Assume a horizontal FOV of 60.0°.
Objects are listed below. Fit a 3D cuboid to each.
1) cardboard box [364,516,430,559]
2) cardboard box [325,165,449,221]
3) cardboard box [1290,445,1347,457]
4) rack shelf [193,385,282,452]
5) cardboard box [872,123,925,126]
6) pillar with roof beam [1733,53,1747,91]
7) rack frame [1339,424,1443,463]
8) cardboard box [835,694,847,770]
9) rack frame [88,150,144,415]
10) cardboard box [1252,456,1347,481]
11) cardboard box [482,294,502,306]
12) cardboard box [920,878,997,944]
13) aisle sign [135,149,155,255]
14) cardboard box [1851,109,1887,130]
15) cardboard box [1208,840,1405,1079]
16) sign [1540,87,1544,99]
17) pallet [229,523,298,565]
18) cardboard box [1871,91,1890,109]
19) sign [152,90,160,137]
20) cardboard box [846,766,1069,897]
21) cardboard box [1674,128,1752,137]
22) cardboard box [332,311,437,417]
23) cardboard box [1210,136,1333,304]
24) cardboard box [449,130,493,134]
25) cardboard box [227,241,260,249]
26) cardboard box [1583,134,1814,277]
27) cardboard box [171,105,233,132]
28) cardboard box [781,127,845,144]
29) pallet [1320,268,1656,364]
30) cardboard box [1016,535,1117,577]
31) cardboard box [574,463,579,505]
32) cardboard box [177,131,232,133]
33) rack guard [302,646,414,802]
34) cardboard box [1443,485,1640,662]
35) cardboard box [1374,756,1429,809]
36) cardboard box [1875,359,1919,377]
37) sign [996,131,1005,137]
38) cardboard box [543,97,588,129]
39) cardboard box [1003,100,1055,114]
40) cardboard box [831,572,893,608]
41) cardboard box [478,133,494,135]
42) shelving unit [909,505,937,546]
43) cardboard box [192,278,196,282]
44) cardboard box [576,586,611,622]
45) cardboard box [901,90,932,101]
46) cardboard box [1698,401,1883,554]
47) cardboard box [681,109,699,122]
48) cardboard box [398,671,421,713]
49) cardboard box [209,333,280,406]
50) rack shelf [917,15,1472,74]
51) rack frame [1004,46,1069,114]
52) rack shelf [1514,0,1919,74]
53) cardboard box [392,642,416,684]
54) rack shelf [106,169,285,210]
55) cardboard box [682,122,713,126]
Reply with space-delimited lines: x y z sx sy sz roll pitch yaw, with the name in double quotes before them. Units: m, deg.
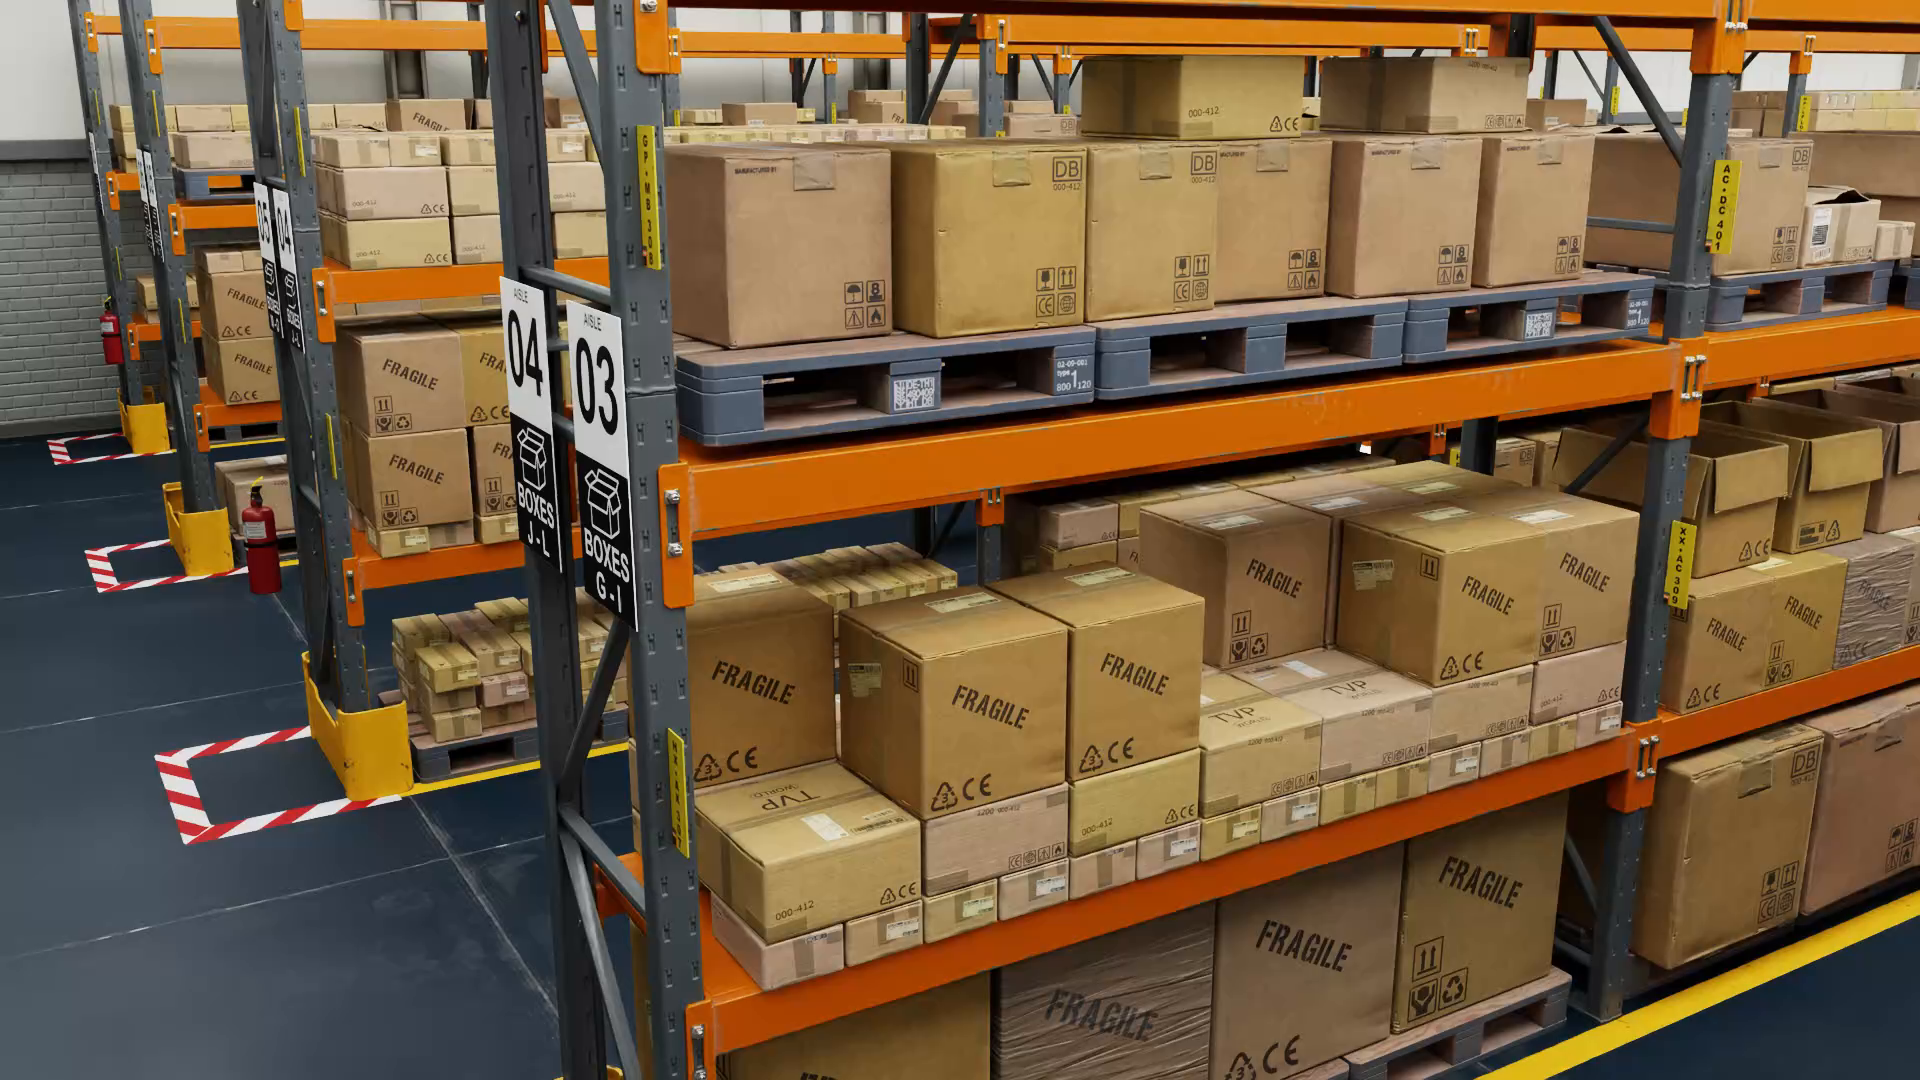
"cardboard box" -3.026 -0.032 8.934 0.250 0.149 0.380 -9 18 -30
"cardboard box" -2.954 -1.799 8.566 0.500 0.250 0.500 -9 18 -29
"cardboard box" 2.669 -0.616 13.014 0.500 0.250 0.500 -10 19 -32
"rack shelf" -4.394 -1.247 14.134 4.000 0.370 1.077 -9 18 -30
"cardboard box" -0.418 -2.561 10.543 0.250 0.149 0.380 -10 18 -31
"pillar with roof beam" 16.489 -8.360 27.061 0.400 9.000 9.100 -9 18 -30
"rack frame" 3.385 -1.296 12.977 0.127 3.000 1.000 -9 18 -30
"cardboard box" -0.291 0.707 5.556 0.500 0.250 0.500 -10 18 -31
"rack frame" -8.668 -2.463 17.140 0.127 3.000 1.000 -9 18 -30
"cardboard box" 2.506 -0.427 12.341 0.500 0.250 0.500 -9 18 -29
"cardboard box" -3.813 -2.130 13.913 0.500 0.500 0.500 -9 18 -29
"cardboard box" -0.092 1.054 5.059 0.250 0.149 0.380 -10 18 -31
"aisle sign" -6.330 -2.629 12.914 0.004 0.787 0.394 -9 18 -30
"cardboard box" 7.808 -3.692 14.728 0.500 0.250 0.500 -9 18 -30
"cardboard box" 1.045 1.441 6.372 0.875 0.875 0.875 -9 18 -30
"sign" 7.327 -5.530 20.904 0.005 0.325 0.100 -9 18 -30
"pallet" -5.464 -0.102 13.883 1.213 0.211 1.003 -9 18 -30
"cardboard box" 7.953 -3.888 14.690 0.250 0.149 0.380 -10 18 -31
"sign" -5.828 -3.090 12.051 0.005 0.325 0.100 -9 18 -30
"cardboard box" -0.012 0.828 5.124 0.500 0.250 0.500 -9 18 -30
"cardboard box" 6.290 -3.340 14.023 0.500 0.250 0.500 -9 18 -29
"cardboard box" -3.209 -0.978 9.253 0.500 0.500 0.500 -10 18 -31
"cardboard box" 0.799 -1.085 5.518 0.500 0.500 0.700 -8 18 -27
"cardboard box" -2.687 -2.212 9.301 0.250 0.149 0.380 -9 18 -29
"cardboard box" -5.699 -2.294 13.298 0.250 0.149 0.380 -9 18 -29
"cardboard box" 2.916 -1.356 6.670 0.500 0.500 0.700 -9 18 -28
"cardboard box" -7.713 -4.289 16.897 0.500 0.250 0.500 -9 18 -30
"cardboard box" -0.867 -2.346 9.778 0.250 0.149 0.380 -8 18 -28
"pallet" 1.717 -0.869 6.059 1.213 0.211 1.003 -9 18 -30
"cardboard box" 0.726 0.220 11.421 0.500 0.500 0.500 -8 18 -28
"cardboard box" -2.074 -0.520 9.470 0.500 0.500 0.500 -9 18 -29
"cardboard box" -7.722 -4.053 16.979 0.500 0.250 0.500 -9 18 -29
"rack guard" -3.408 1.009 9.385 0.348 0.500 1.175 -9 18 -30
"cardboard box" 2.167 0.115 6.279 0.500 0.500 0.500 -9 18 -28
"cardboard box" 1.449 0.804 5.951 0.250 0.149 0.380 -9 18 -29
"cardboard box" 8.942 -1.355 16.345 0.875 0.875 0.875 -10 18 -31
"sign" 0.242 -2.309 10.074 0.005 0.325 0.100 -9 18 -30
"cardboard box" -3.292 -3.581 14.422 0.500 0.500 0.500 -9 18 -29
"cardboard box" 0.503 -4.036 16.225 0.637 0.503 0.797 -11 19 -33
"cardboard box" -0.623 0.334 10.561 0.250 0.149 0.380 -9 18 -30
"cardboard box" -2.371 -2.067 8.782 0.250 0.149 0.380 -9 18 -29
"shelving unit" 0.006 -0.723 13.711 0.755 1.500 0.431 -9 18 -30
"cardboard box" -7.709 -2.605 17.373 0.500 0.250 0.500 -9 18 -29
"cardboard box" -2.292 0.409 10.295 0.250 0.149 0.380 -8 18 -28
"cardboard box" -0.683 -5.456 21.110 0.500 0.500 0.700 -10 18 -31
"cardboard box" 3.561 -0.293 7.355 0.637 0.503 0.797 -9 18 -29
"cardboard box" -3.324 -5.105 19.996 0.250 0.149 0.380 -9 18 -30
"cardboard box" -3.129 0.865 9.771 0.250 0.149 0.380 -9 18 -29
"cardboard box" -5.550 -1.364 13.033 0.500 0.500 0.500 -9 18 -30
"rack shelf" 1.670 -3.368 11.326 4.000 0.370 1.077 -9 18 -30
"rack frame" 0.749 -5.316 16.203 0.127 3.000 1.000 -9 18 -30
"rack shelf" 4.138 -2.206 7.182 4.000 0.370 1.077 -9 18 -30
"cardboard box" -3.168 0.704 9.795 0.250 0.149 0.380 -10 18 -31
"rack shelf" -6.954 -3.839 17.824 4.000 0.370 1.077 -9 18 -30
"cardboard box" -3.107 -4.862 19.678 0.250 0.149 0.380 -9 18 -28
